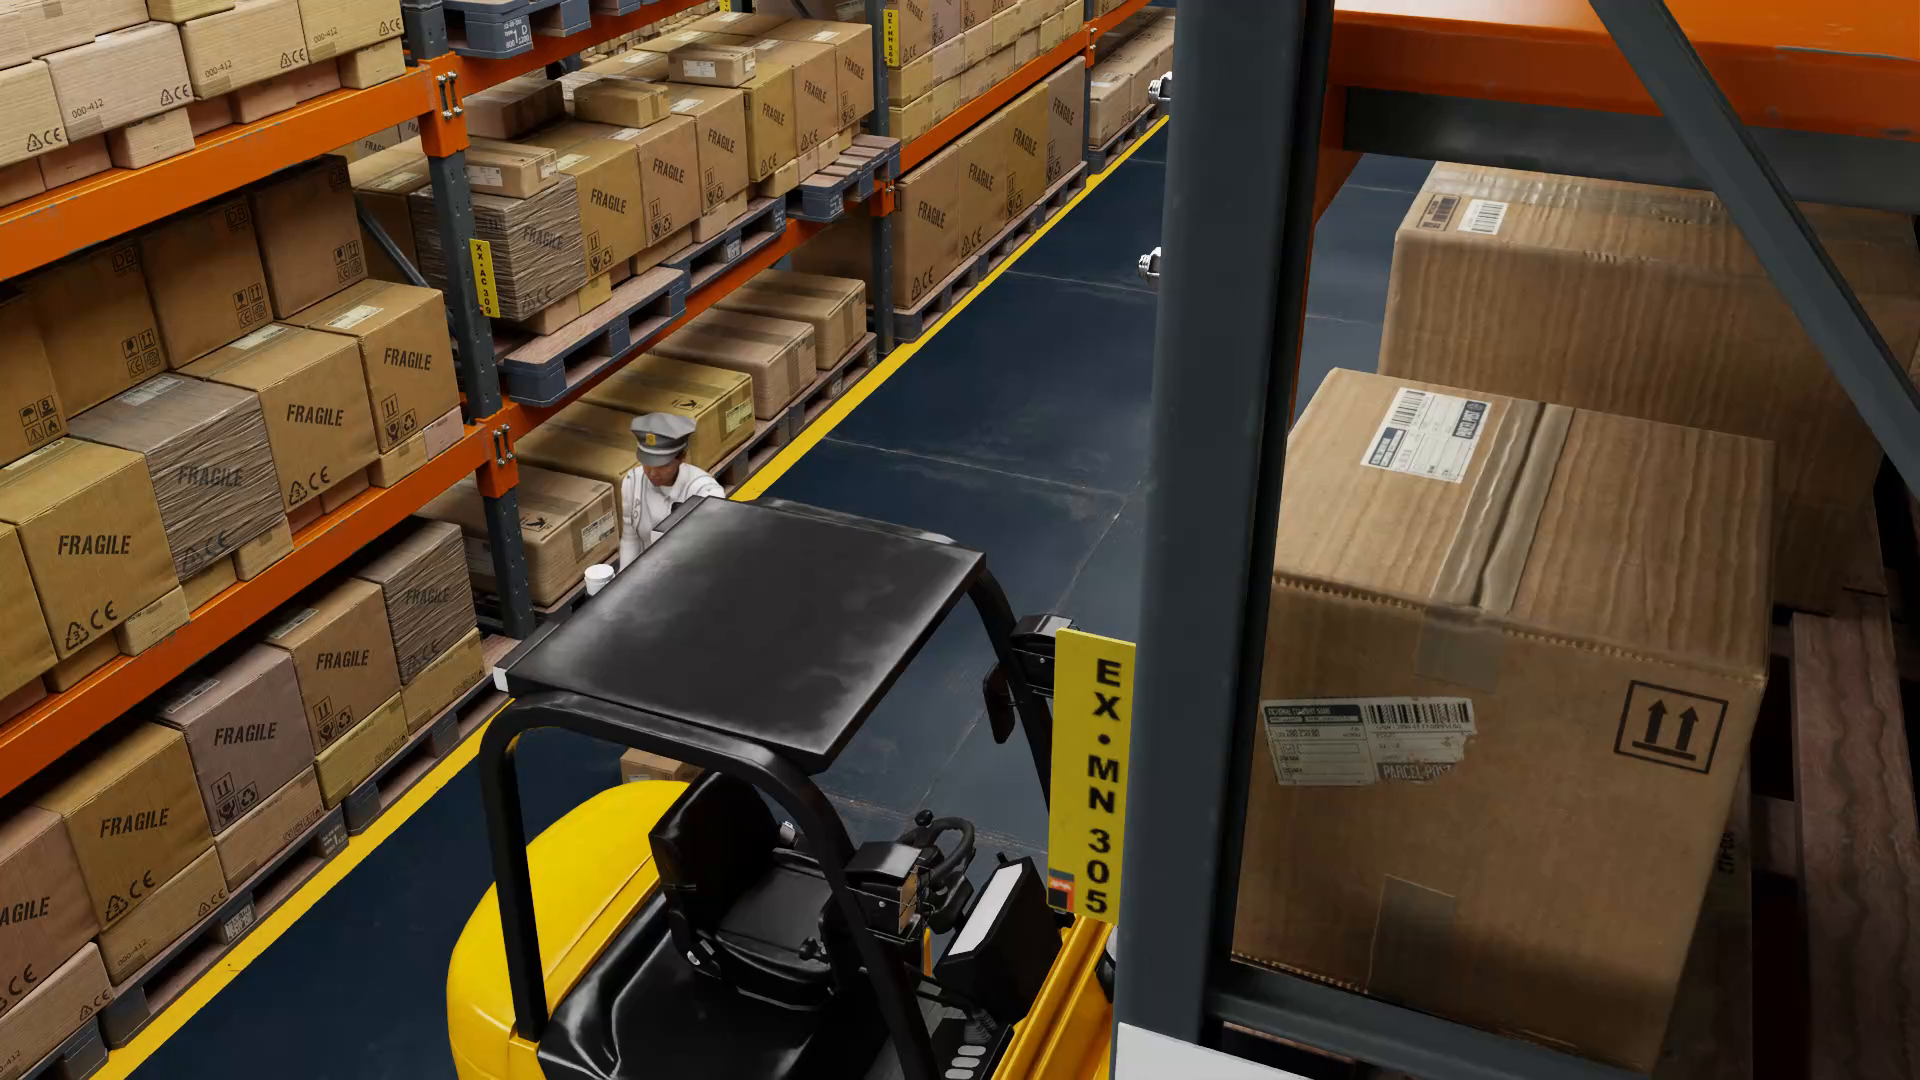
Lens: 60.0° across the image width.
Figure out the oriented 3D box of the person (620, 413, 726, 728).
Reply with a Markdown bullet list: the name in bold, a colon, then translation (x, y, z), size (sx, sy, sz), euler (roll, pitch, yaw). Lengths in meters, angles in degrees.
- **person**: translation (-1.137, 0.244, 6.699), size (0.544, 1.663, 0.415), euler (9, 31, 16)
